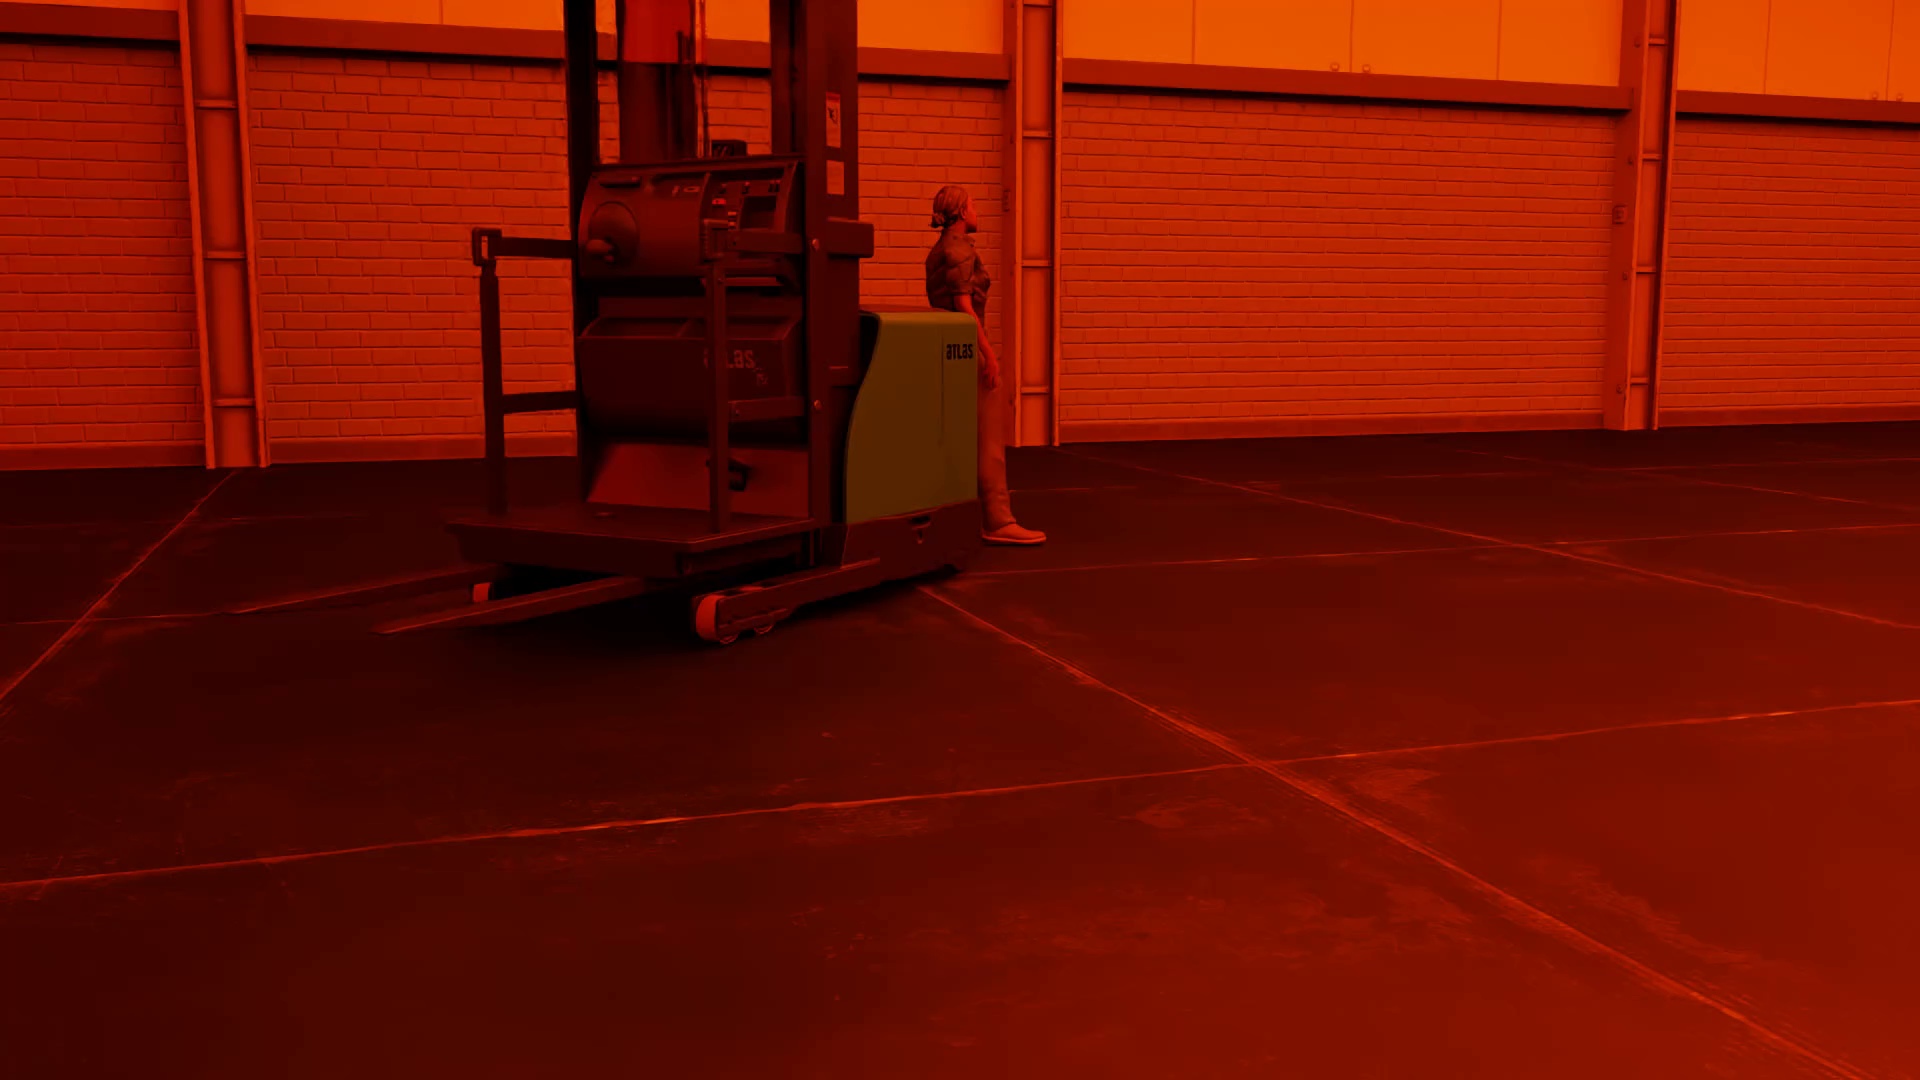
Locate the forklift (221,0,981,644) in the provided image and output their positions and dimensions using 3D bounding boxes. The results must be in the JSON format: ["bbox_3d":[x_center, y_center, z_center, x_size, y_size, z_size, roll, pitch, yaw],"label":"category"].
[{"bbox_3d":[-1.080,-1.181,5.734,1.130,2.935,3.031,4,9,29],"label":"forklift"}]

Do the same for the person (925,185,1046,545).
[{"bbox_3d":[0.098,-0.824,7.822,0.494,1.656,0.565,-3,8,-18],"label":"person"}]
